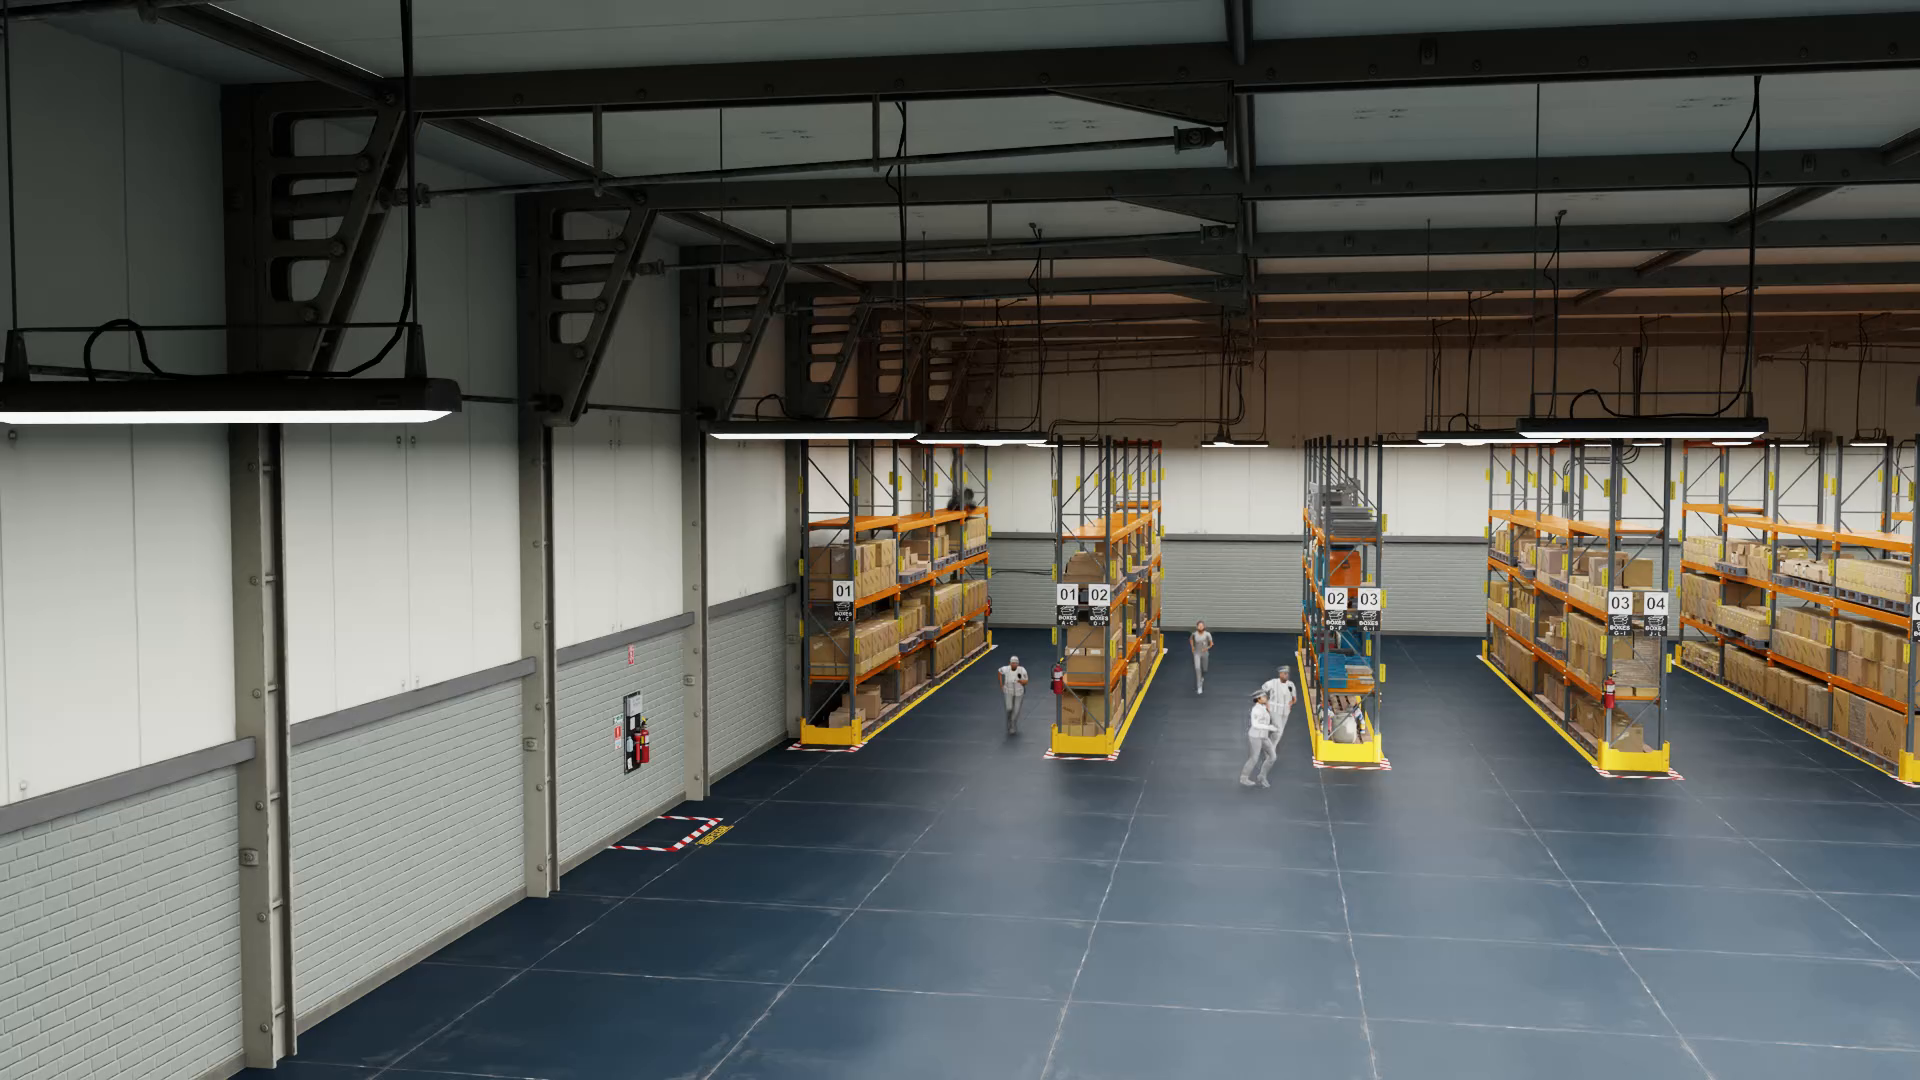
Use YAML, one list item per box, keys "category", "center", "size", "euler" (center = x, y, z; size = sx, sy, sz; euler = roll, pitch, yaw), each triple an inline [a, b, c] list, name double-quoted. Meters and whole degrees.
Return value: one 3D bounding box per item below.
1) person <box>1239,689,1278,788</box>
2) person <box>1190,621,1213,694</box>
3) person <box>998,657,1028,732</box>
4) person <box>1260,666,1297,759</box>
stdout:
- category: "person"
  center: [5.071, 3.364, 28.145]
  size: [0.704, 1.708, 0.601]
  euler: [2, 4, 34]
- category: "person"
  center: [5.755, 2.759, 39.604]
  size: [0.536, 1.673, 1.125]
  euler: [0, 3, 3]
- category: "person"
  center: [1.064, 3.108, 33.383]
  size: [0.591, 1.587, 0.821]
  euler: [0, 3, -4]
- category: "person"
  center: [5.889, 3.210, 30.648]
  size: [0.674, 1.808, 0.674]
  euler: [-1, 3, -23]
